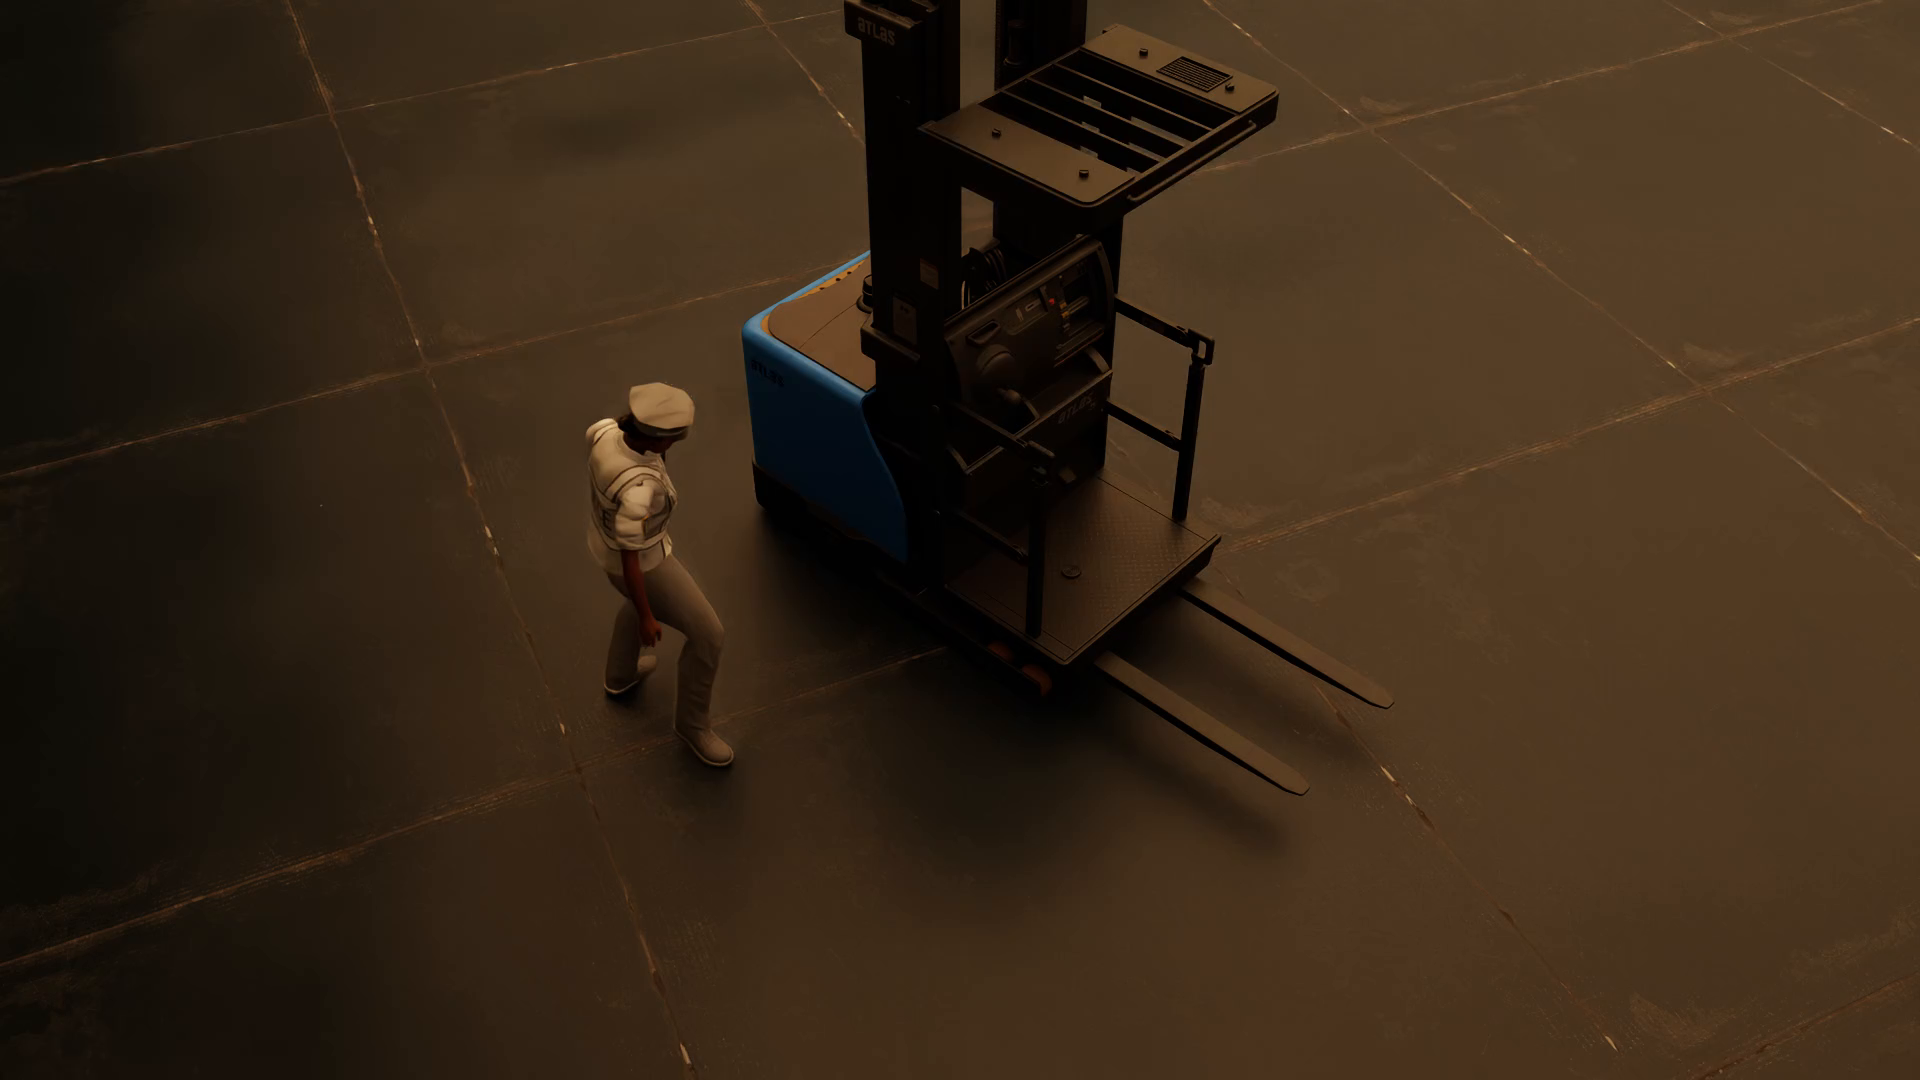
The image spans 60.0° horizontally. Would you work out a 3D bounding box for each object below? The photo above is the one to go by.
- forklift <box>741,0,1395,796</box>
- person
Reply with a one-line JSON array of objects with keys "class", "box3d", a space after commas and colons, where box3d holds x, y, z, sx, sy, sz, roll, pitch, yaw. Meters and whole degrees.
[{"class": "forklift", "box3d": [0.445, -0.788, 6.525, 3.031, 2.935, 1.130, 32, 52, 30]}, {"class": "person", "box3d": [-1.246, 0.071, 6.618, 0.514, 1.610, 1.067, -19, 46, -19]}]
